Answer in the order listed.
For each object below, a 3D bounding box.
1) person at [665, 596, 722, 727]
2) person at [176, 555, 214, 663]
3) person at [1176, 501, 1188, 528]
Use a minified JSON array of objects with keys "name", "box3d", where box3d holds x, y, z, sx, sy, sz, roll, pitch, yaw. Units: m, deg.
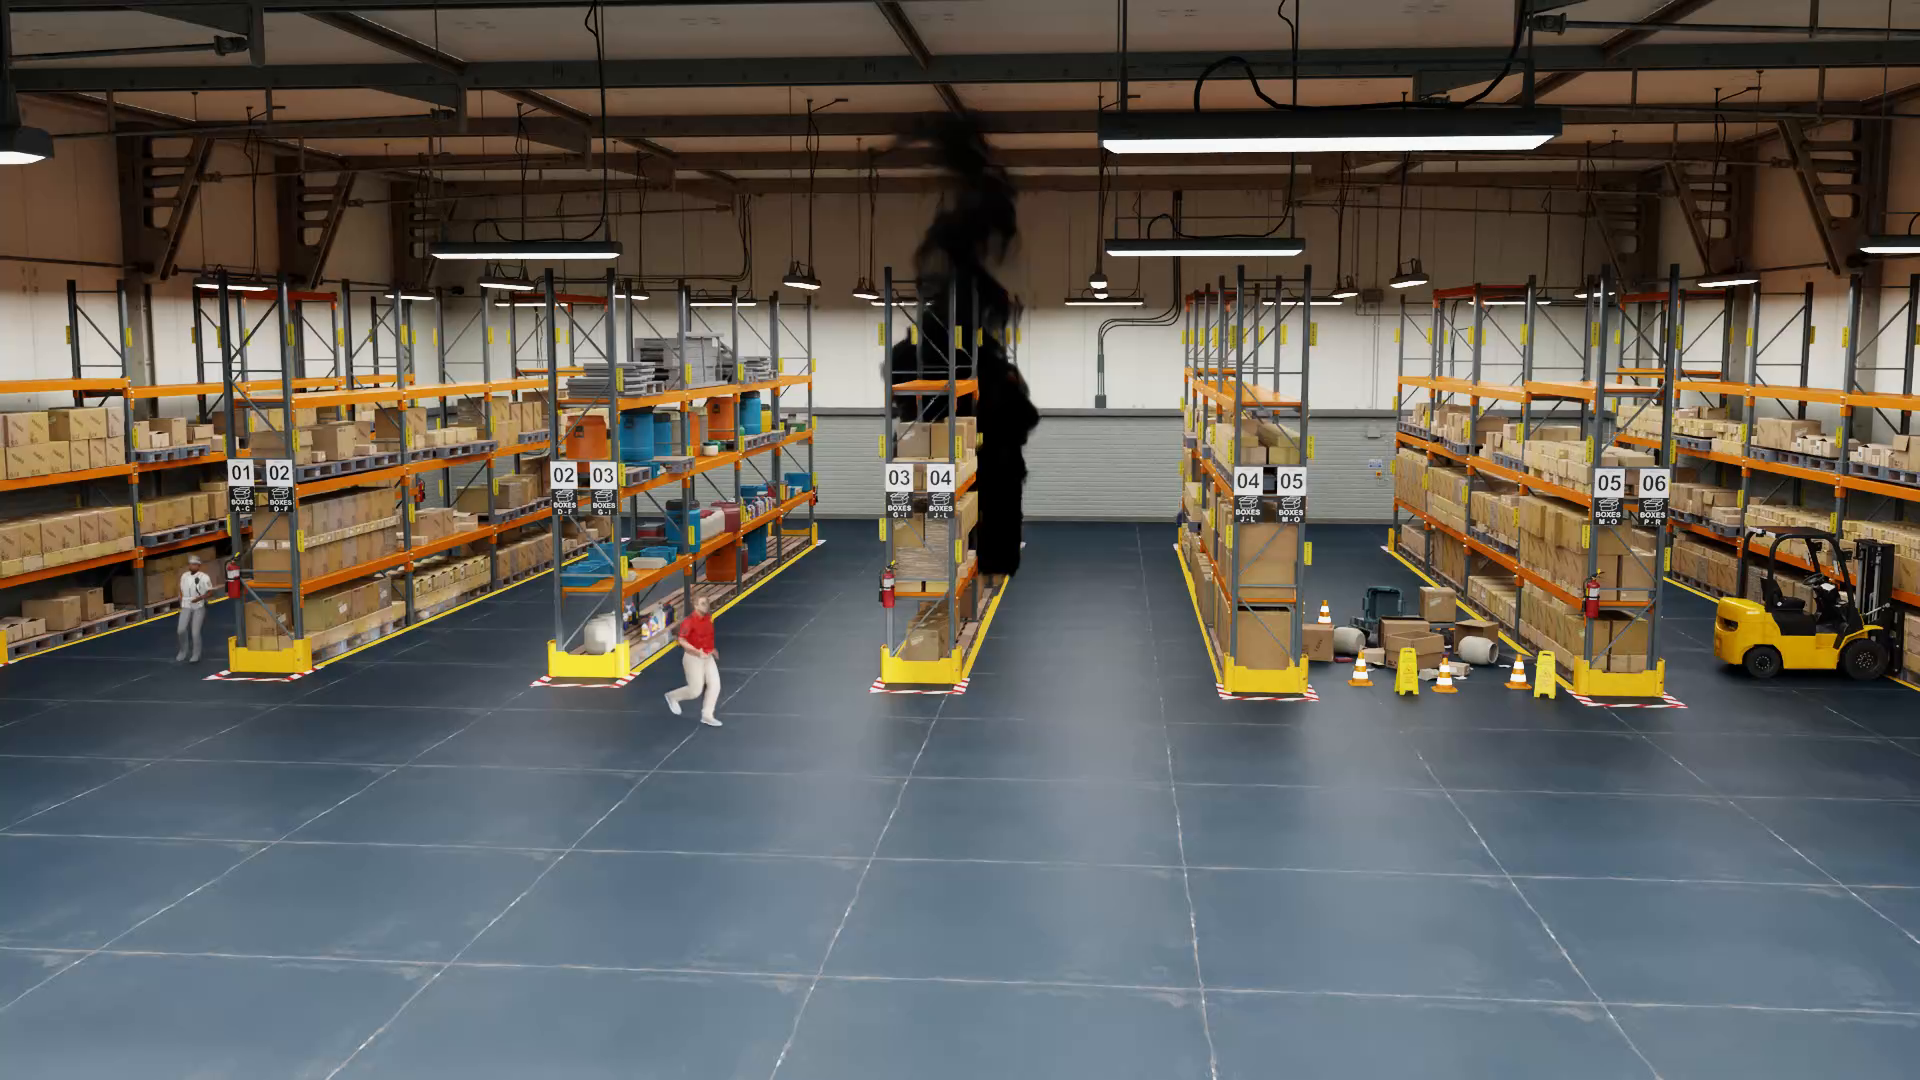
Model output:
[{"name":"person","box3d":[-3.437,1.552,21.597,0.829,1.698,0.653,4,8,32]},{"name":"person","box3d":[-11.876,1.071,25.776,0.576,1.663,0.568,-1,7,-4]},{"name":"person","box3d":[5.652,-0.754,40.851,0.684,1.673,0.614,1,7,5]}]
